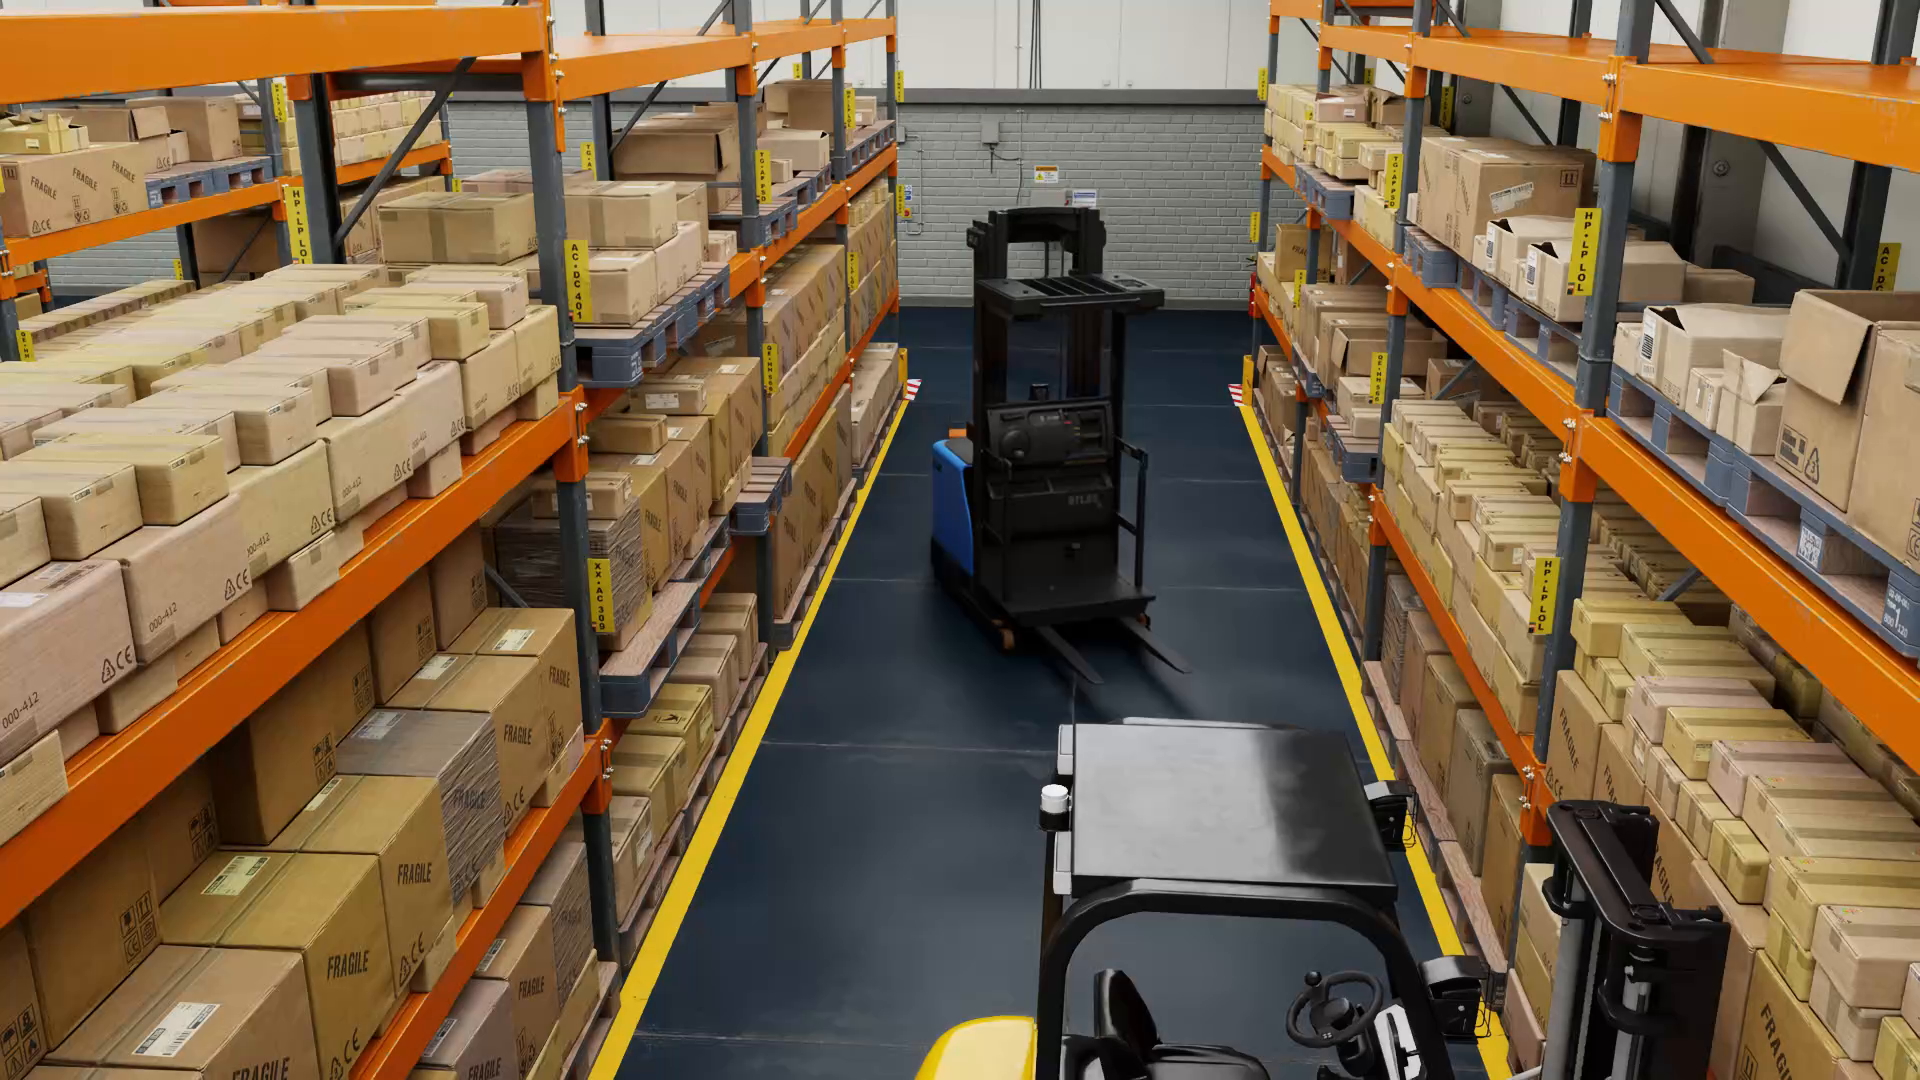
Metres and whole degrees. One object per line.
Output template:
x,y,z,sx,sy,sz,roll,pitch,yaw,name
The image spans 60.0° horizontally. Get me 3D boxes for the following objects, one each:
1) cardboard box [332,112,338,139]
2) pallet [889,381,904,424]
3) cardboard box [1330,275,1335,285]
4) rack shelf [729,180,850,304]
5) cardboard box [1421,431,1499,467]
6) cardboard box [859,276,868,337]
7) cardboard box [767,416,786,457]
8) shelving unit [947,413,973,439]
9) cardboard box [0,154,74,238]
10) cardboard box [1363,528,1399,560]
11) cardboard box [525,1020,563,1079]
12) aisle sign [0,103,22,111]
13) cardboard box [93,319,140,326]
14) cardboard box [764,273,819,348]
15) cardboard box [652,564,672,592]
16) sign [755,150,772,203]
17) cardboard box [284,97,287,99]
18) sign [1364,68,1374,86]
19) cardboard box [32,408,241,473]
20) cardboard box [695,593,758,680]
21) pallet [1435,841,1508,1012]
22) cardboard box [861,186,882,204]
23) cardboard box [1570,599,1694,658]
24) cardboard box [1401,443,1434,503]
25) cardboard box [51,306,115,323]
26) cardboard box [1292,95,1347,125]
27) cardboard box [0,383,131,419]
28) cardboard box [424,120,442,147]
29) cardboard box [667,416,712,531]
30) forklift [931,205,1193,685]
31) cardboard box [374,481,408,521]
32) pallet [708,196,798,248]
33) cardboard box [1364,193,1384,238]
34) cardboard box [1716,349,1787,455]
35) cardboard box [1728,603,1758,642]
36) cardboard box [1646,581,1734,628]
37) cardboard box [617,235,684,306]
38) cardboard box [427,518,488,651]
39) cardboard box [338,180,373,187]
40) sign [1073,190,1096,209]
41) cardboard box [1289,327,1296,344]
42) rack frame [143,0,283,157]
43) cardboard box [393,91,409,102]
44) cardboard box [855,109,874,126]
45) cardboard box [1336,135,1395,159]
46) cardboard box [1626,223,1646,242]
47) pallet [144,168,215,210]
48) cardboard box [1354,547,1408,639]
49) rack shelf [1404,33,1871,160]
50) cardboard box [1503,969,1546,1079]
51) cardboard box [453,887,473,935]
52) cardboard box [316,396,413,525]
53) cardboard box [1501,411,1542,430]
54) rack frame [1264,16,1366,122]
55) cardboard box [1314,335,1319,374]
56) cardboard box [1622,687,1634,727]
-6.113,-3.818,15.378,0.500,0.250,0.500,1,18,4,cardboard box
-1.176,-1.515,18.208,1.003,0.211,1.213,1,18,4,pallet
3.870,-2.426,16.272,0.500,0.250,0.500,1,18,4,cardboard box
-1.627,-2.311,12.495,1.077,0.370,4.000,1,18,4,rack shelf
2.848,-0.515,9.474,0.380,0.149,0.250,1,18,5,cardboard box
-1.148,-2.192,15.634,0.500,0.500,0.500,1,18,4,cardboard box
-1.484,-0.681,11.425,0.500,0.250,0.500,1,18,3,cardboard box
0.004,-0.516,13.810,0.215,1.050,0.252,1,18,4,shelving unit
-6.408,-2.329,11.237,0.500,0.500,0.500,1,18,4,cardboard box
2.964,0.025,11.328,0.380,0.149,0.250,0,18,1,cardboard box
-1.859,2.099,6.442,0.500,0.250,0.500,1,18,2,cardboard box
-10.777,-4.563,18.856,0.394,0.787,0.004,1,18,4,aisle sign
-6.396,-1.595,12.748,0.380,0.149,0.250,2,18,6,cardboard box
-1.373,-1.747,12.672,0.500,0.500,0.500,2,18,5,cardboard box
-1.671,0.146,8.390,0.380,0.149,0.250,2,18,5,cardboard box
-1.229,-2.264,10.368,0.100,0.325,0.005,1,18,4,sign
-6.151,-3.956,15.160,0.380,0.149,0.250,1,18,3,cardboard box
4.307,-4.808,17.541,0.100,0.325,0.005,1,18,4,sign
-2.018,-0.222,4.090,0.380,0.149,0.250,1,18,4,cardboard box
-1.820,0.619,10.764,0.950,0.372,0.625,0,18,0,cardboard box
2.908,1.841,7.964,1.003,0.211,1.213,1,18,4,pallet
-1.010,-3.567,17.183,0.380,0.149,0.250,2,18,5,cardboard box
2.576,0.341,6.384,0.380,0.149,0.250,2,18,5,cardboard box
2.869,-0.375,9.687,0.500,0.250,0.500,2,18,6,cardboard box
-7.006,-1.776,13.301,0.380,0.149,0.250,2,18,6,cardboard box
3.336,-3.949,15.300,0.500,0.250,0.500,2,18,5,cardboard box
-2.418,-0.311,4.360,0.380,0.149,0.250,1,18,2,cardboard box
-5.910,-4.377,17.886,0.500,0.250,0.500,1,18,3,cardboard box
-1.627,-0.360,8.891,0.500,0.500,0.500,1,18,2,cardboard box
0.708,-0.754,11.517,1.130,2.935,3.031,-6,19,-17,forklift
-1.966,-0.167,5.201,0.380,0.149,0.250,2,18,5,cardboard box
-1.777,-2.143,11.131,1.213,0.211,1.003,2,18,6,pallet
3.011,-2.171,11.156,0.500,0.250,0.500,1,18,4,cardboard box
2.485,-0.408,4.916,0.396,0.266,0.258,1,18,3,cardboard box
3.173,0.355,6.343,0.380,0.149,0.250,1,18,4,cardboard box
3.134,0.286,7.031,0.380,0.149,0.250,1,18,3,cardboard box
-1.580,-1.247,7.662,0.500,0.250,0.500,1,18,3,cardboard box
-2.305,0.104,6.543,0.700,0.500,0.500,1,18,3,cardboard box
-6.468,-3.543,17.675,0.500,0.500,0.500,2,18,6,cardboard box
1.777,-4.758,23.780,0.329,0.494,0.001,1,18,4,sign
3.230,-1.886,15.266,0.380,0.149,0.250,2,18,5,cardboard box
-6.428,-4.778,14.053,1.000,3.000,0.127,1,18,4,rack frame
-5.916,-4.602,17.132,0.380,0.149,0.250,2,18,5,cardboard box
-1.089,-4.370,17.193,0.380,0.149,0.250,0,18,0,cardboard box
2.957,-2.870,12.139,0.380,0.149,0.250,1,18,4,cardboard box
3.279,-1.542,8.536,0.380,0.166,0.250,1,18,4,cardboard box
-6.650,-2.752,12.989,1.213,0.211,1.003,1,18,4,pallet
2.997,0.356,11.359,0.500,0.500,0.500,2,18,6,cardboard box
3.038,-2.194,7.965,1.077,0.370,4.000,1,18,4,rack shelf
2.529,1.996,6.756,0.500,0.250,0.500,1,18,4,cardboard box
-1.893,1.257,5.673,0.380,0.149,0.250,1,18,3,cardboard box
-1.927,-0.243,4.793,0.500,0.250,0.500,2,18,5,cardboard box
3.452,-0.663,9.926,0.380,0.149,0.250,2,18,5,cardboard box
3.755,-5.832,17.269,1.000,3.000,0.127,1,18,4,rack frame
2.986,-1.451,13.076,0.396,0.266,0.258,2,18,7,cardboard box
2.601,0.645,5.934,0.380,0.149,0.250,1,18,4,cardboard box
